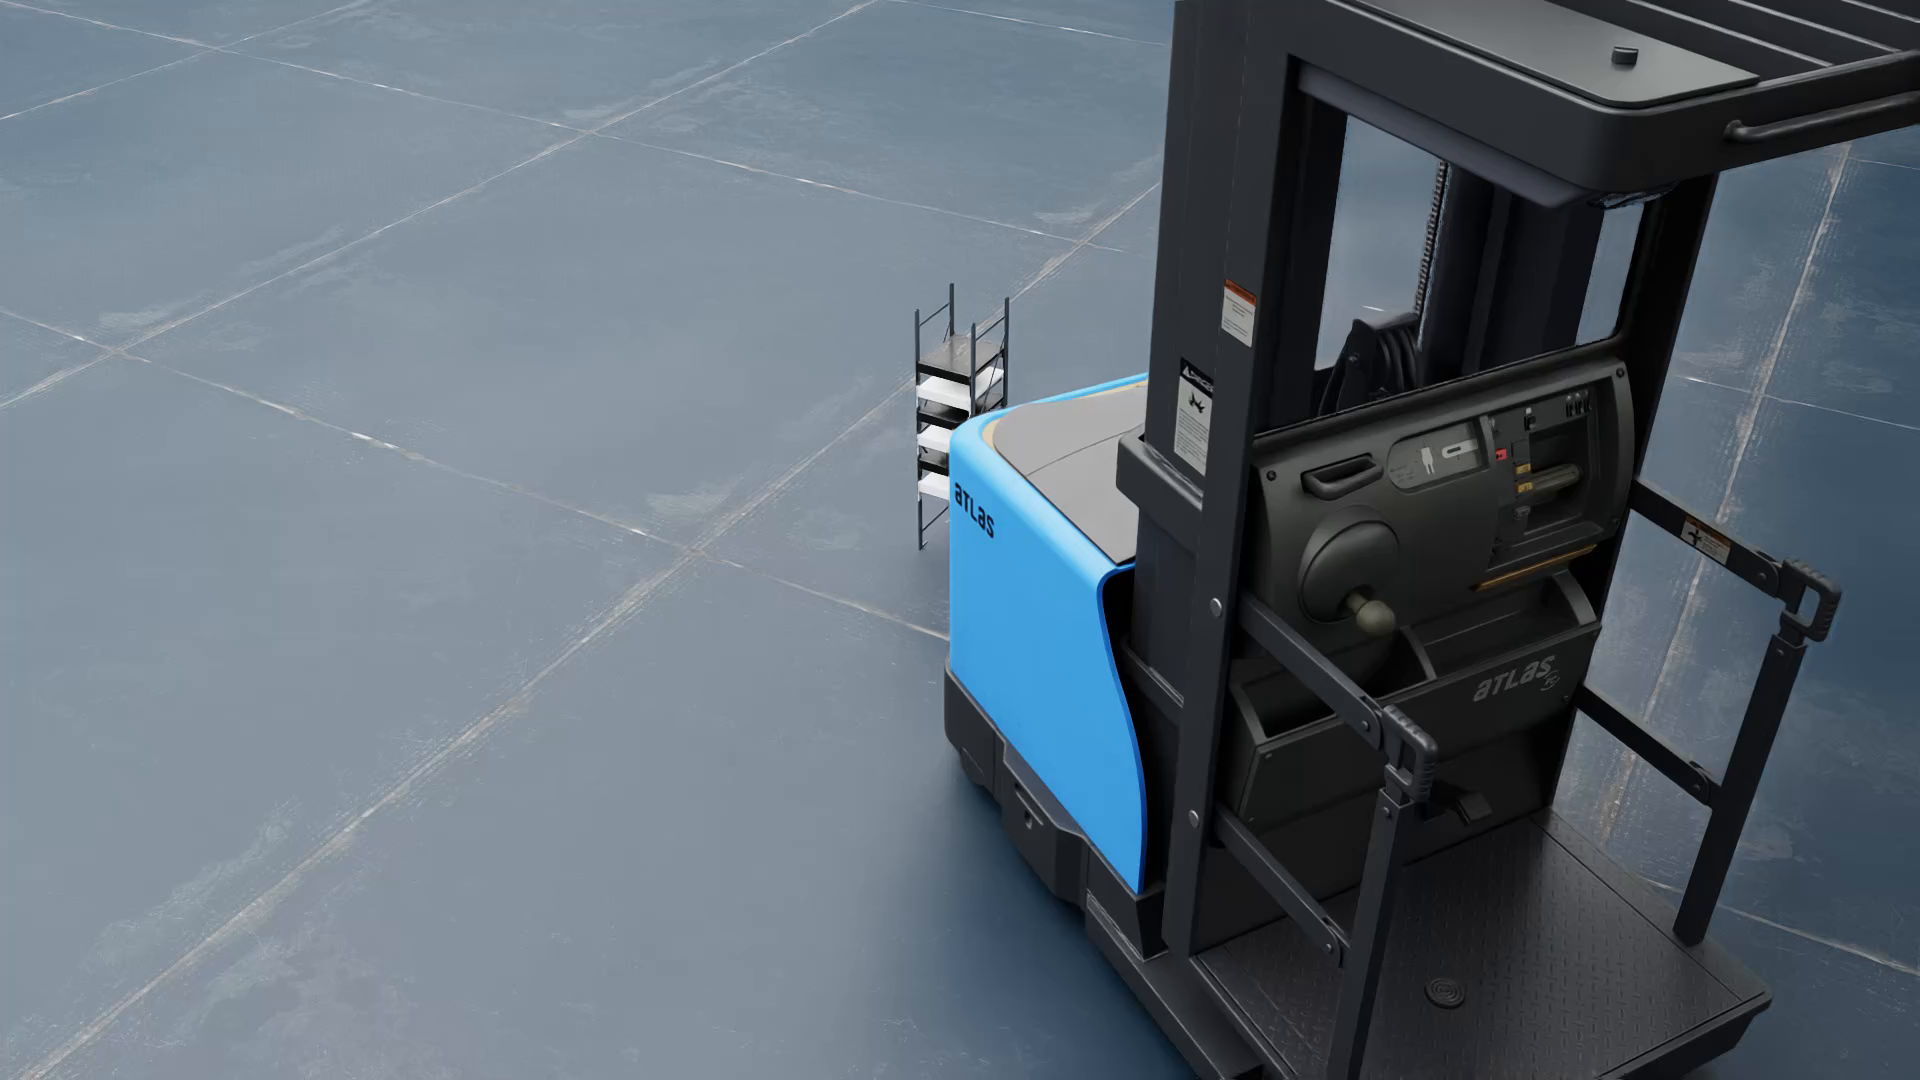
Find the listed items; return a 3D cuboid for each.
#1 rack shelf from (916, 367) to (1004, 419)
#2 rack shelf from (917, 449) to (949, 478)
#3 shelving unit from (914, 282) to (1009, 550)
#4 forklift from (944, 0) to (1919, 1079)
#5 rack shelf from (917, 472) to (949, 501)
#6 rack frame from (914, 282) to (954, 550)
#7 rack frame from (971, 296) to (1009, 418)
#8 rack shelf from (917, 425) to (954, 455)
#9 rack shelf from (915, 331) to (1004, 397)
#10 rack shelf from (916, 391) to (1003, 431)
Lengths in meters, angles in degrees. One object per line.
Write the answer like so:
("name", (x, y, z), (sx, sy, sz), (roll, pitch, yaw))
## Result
("rack shelf", (0.007, -0.494, 5.416), (0.200, 0.077, 0.258), (18, 37, 24))
("rack shelf", (0.007, -0.270, 5.566), (0.200, 0.077, 0.258), (18, 37, 24))
("shelving unit", (0.007, -0.372, 5.497), (0.210, 0.900, 0.258), (18, 37, 24))
("forklift", (1.081, -0.029, 3.149), (1.130, 2.935, 3.031), (-16, 37, -23))
("rack shelf", (0.007, -0.195, 5.615), (0.200, 0.077, 0.258), (18, 37, 24))
("rack frame", (-0.081, -0.400, 5.539), (0.006, 0.900, 0.240), (18, 37, 24))
("rack frame", (0.095, -0.344, 5.455), (0.006, 0.900, 0.240), (18, 37, 24))
("rack shelf", (0.007, -0.345, 5.516), (0.200, 0.077, 0.258), (18, 37, 24))
("rack shelf", (0.007, -0.569, 5.366), (0.200, 0.077, 0.258), (18, 37, 24))
("rack shelf", (0.007, -0.419, 5.466), (0.200, 0.077, 0.258), (18, 37, 24))
